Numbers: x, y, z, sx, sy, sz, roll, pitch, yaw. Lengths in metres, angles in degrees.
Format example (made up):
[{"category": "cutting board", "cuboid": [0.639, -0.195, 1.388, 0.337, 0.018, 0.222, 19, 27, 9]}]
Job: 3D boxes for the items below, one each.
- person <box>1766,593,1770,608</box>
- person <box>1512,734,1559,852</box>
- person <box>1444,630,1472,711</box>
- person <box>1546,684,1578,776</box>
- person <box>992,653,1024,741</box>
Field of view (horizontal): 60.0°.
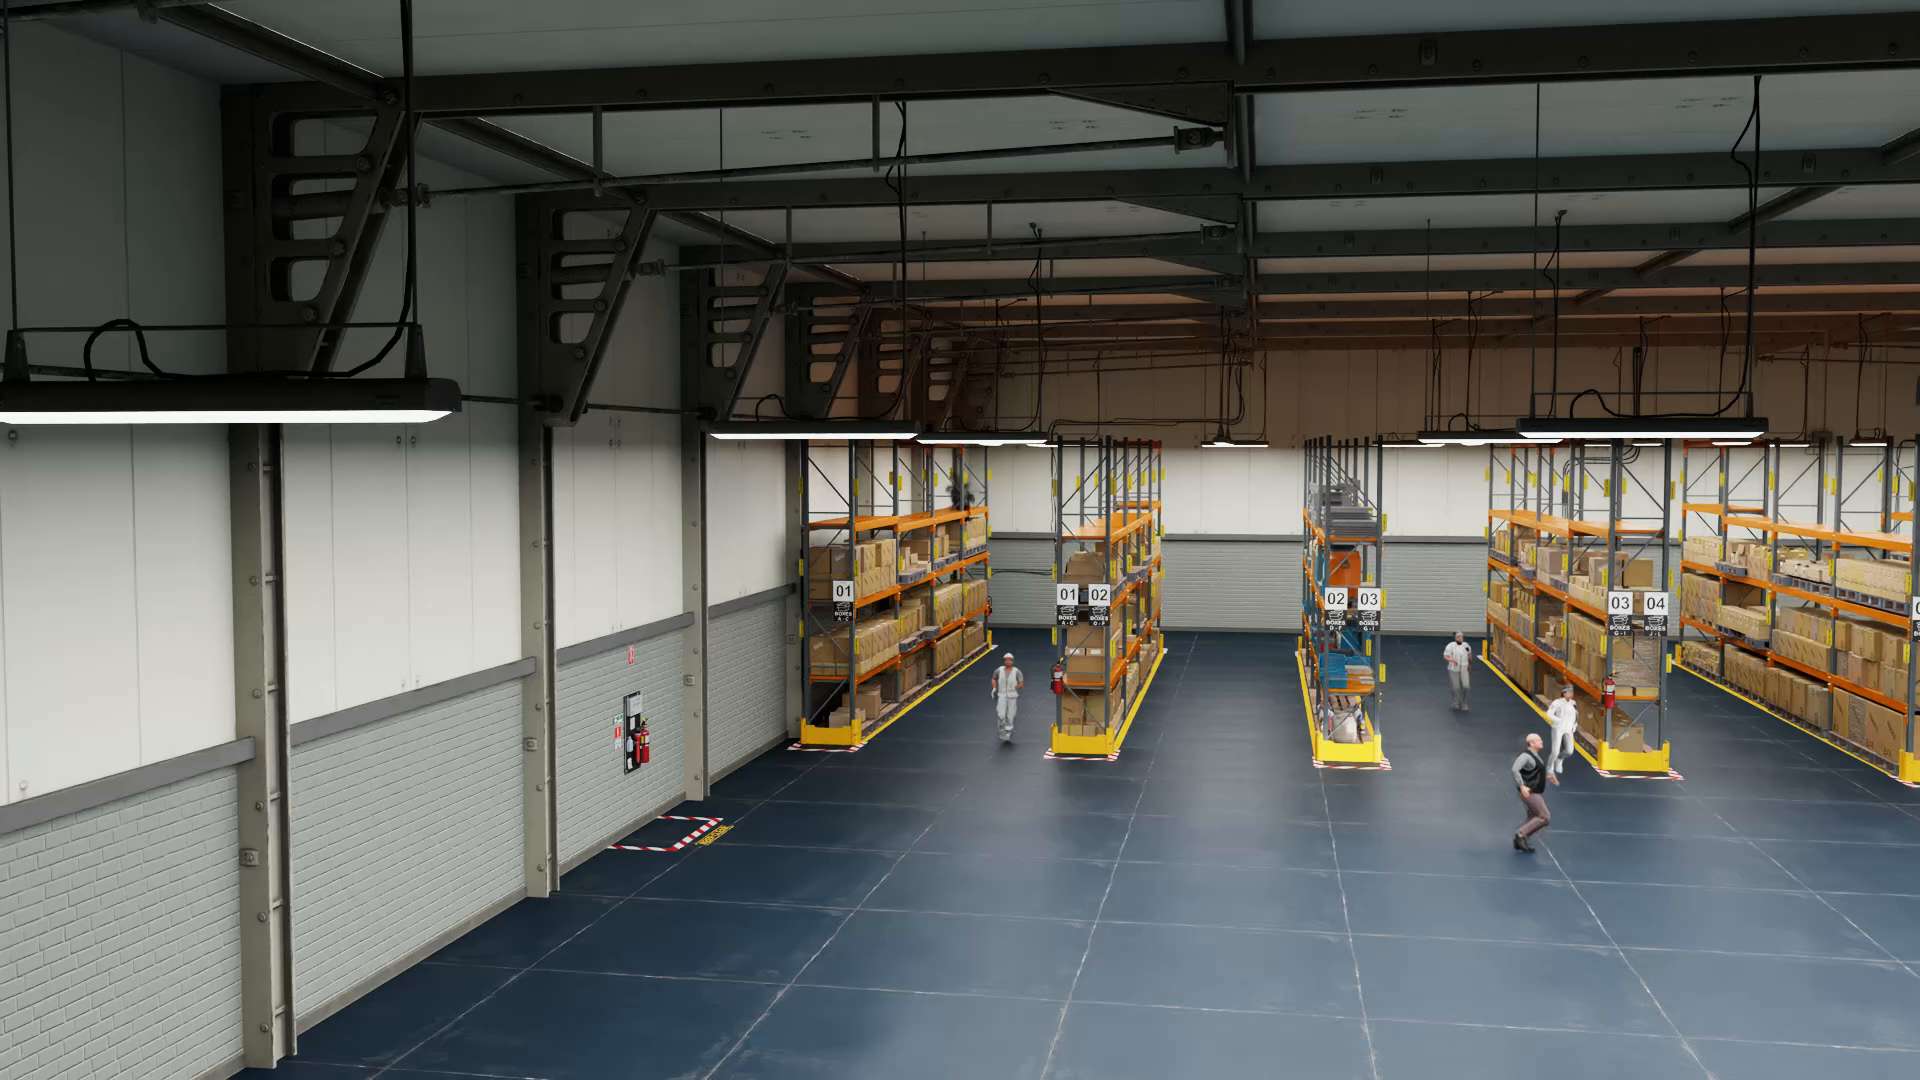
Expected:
[{"category": "person", "cuboid": [22.032, 2.376, 45.455, 0.861, 1.848, 0.675, 0, 3, 8]}, {"category": "person", "cuboid": [8.174, 3.593, 23.620, 0.601, 1.686, 0.667, 2, 4, 30]}, {"category": "person", "cuboid": [10.974, 2.875, 36.585, 0.649, 1.800, 0.711, 0, 3, 6]}, {"category": "person", "cuboid": [10.617, 3.335, 29.168, 0.621, 1.625, 0.505, 0, 3, -3]}, {"category": "person", "cuboid": [0.924, 3.075, 32.431, 0.634, 1.736, 0.619, 0, 3, 4]}]
